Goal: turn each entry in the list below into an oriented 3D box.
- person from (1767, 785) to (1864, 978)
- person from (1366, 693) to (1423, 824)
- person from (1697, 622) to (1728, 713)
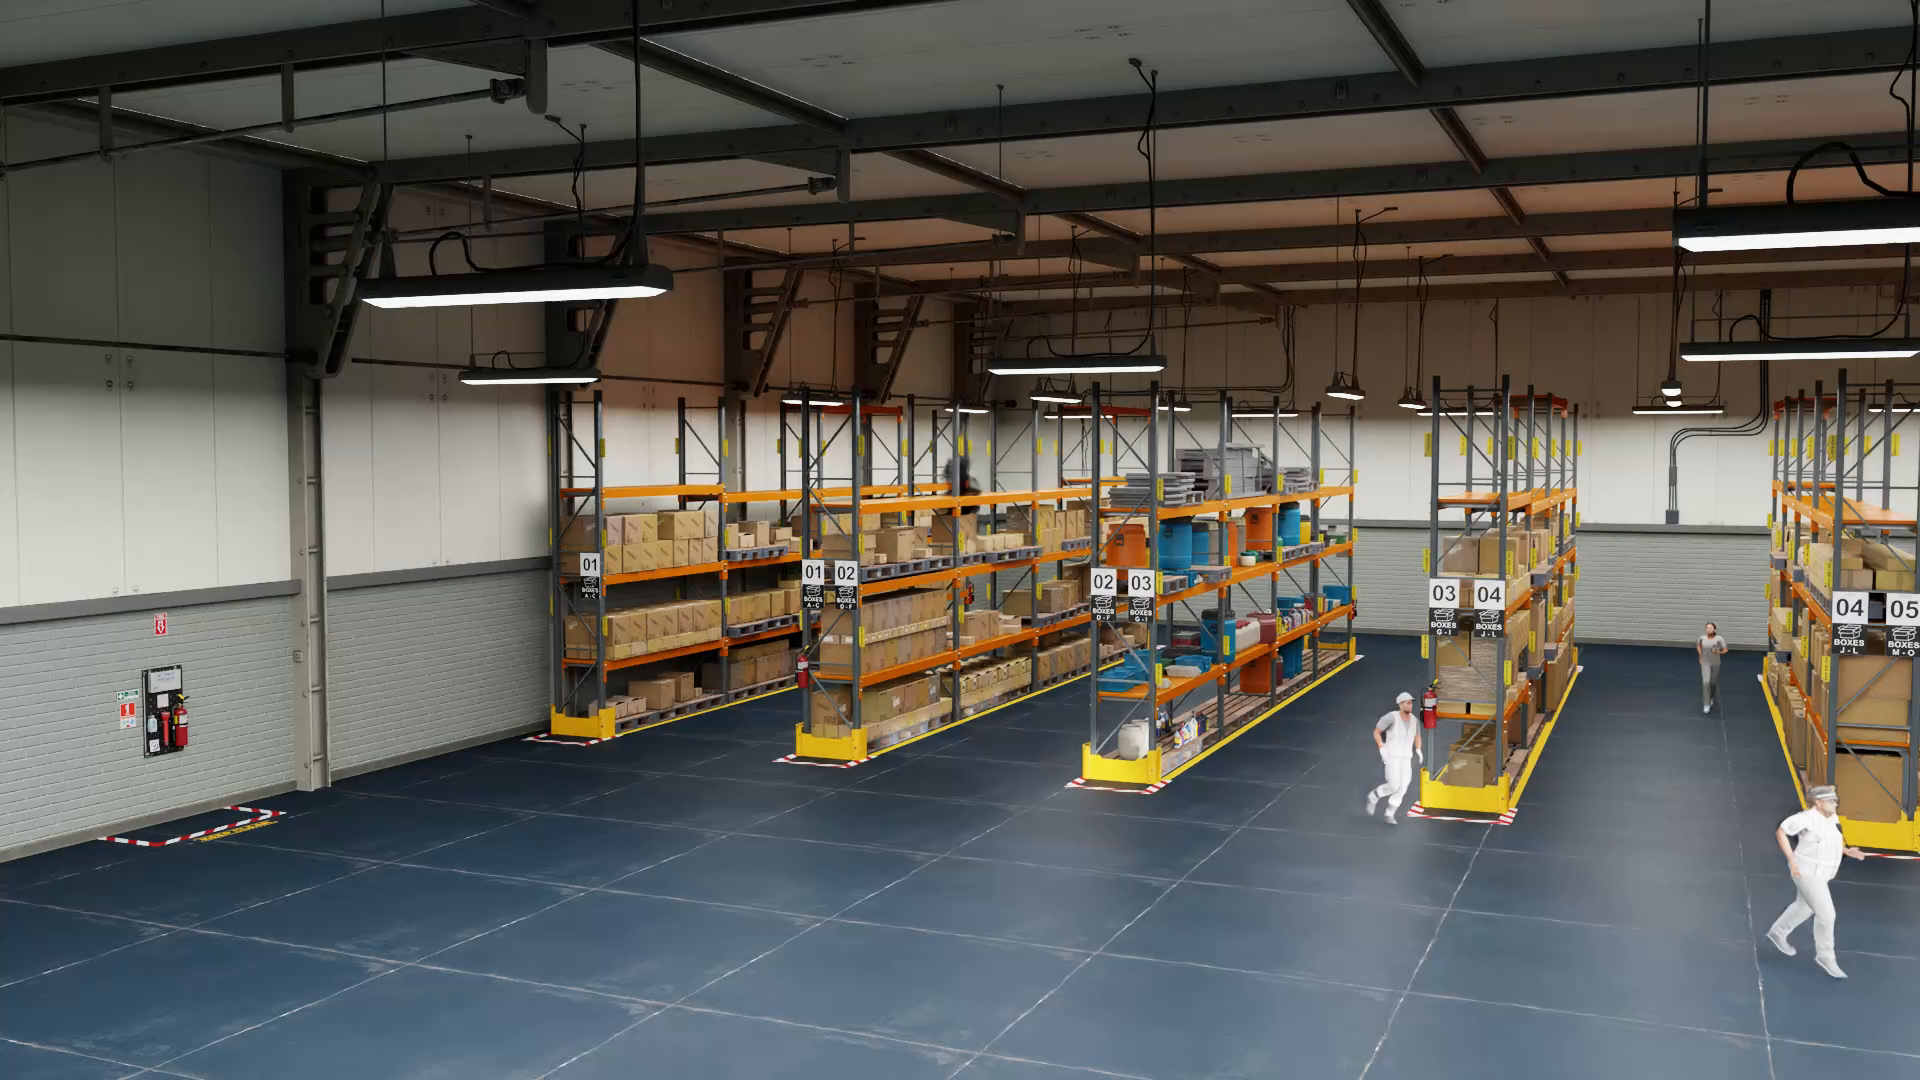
[{"bbox_3d":[8.236,3.245,16.071,0.585,1.821,0.917,-2,4,-37],"label":"person"},{"bbox_3d":[5.870,2.904,22.304,0.721,1.729,0.584,-1,3,-22],"label":"person"},{"bbox_3d":[14.363,2.412,31.769,0.553,1.686,0.896,2,4,28],"label":"person"}]
